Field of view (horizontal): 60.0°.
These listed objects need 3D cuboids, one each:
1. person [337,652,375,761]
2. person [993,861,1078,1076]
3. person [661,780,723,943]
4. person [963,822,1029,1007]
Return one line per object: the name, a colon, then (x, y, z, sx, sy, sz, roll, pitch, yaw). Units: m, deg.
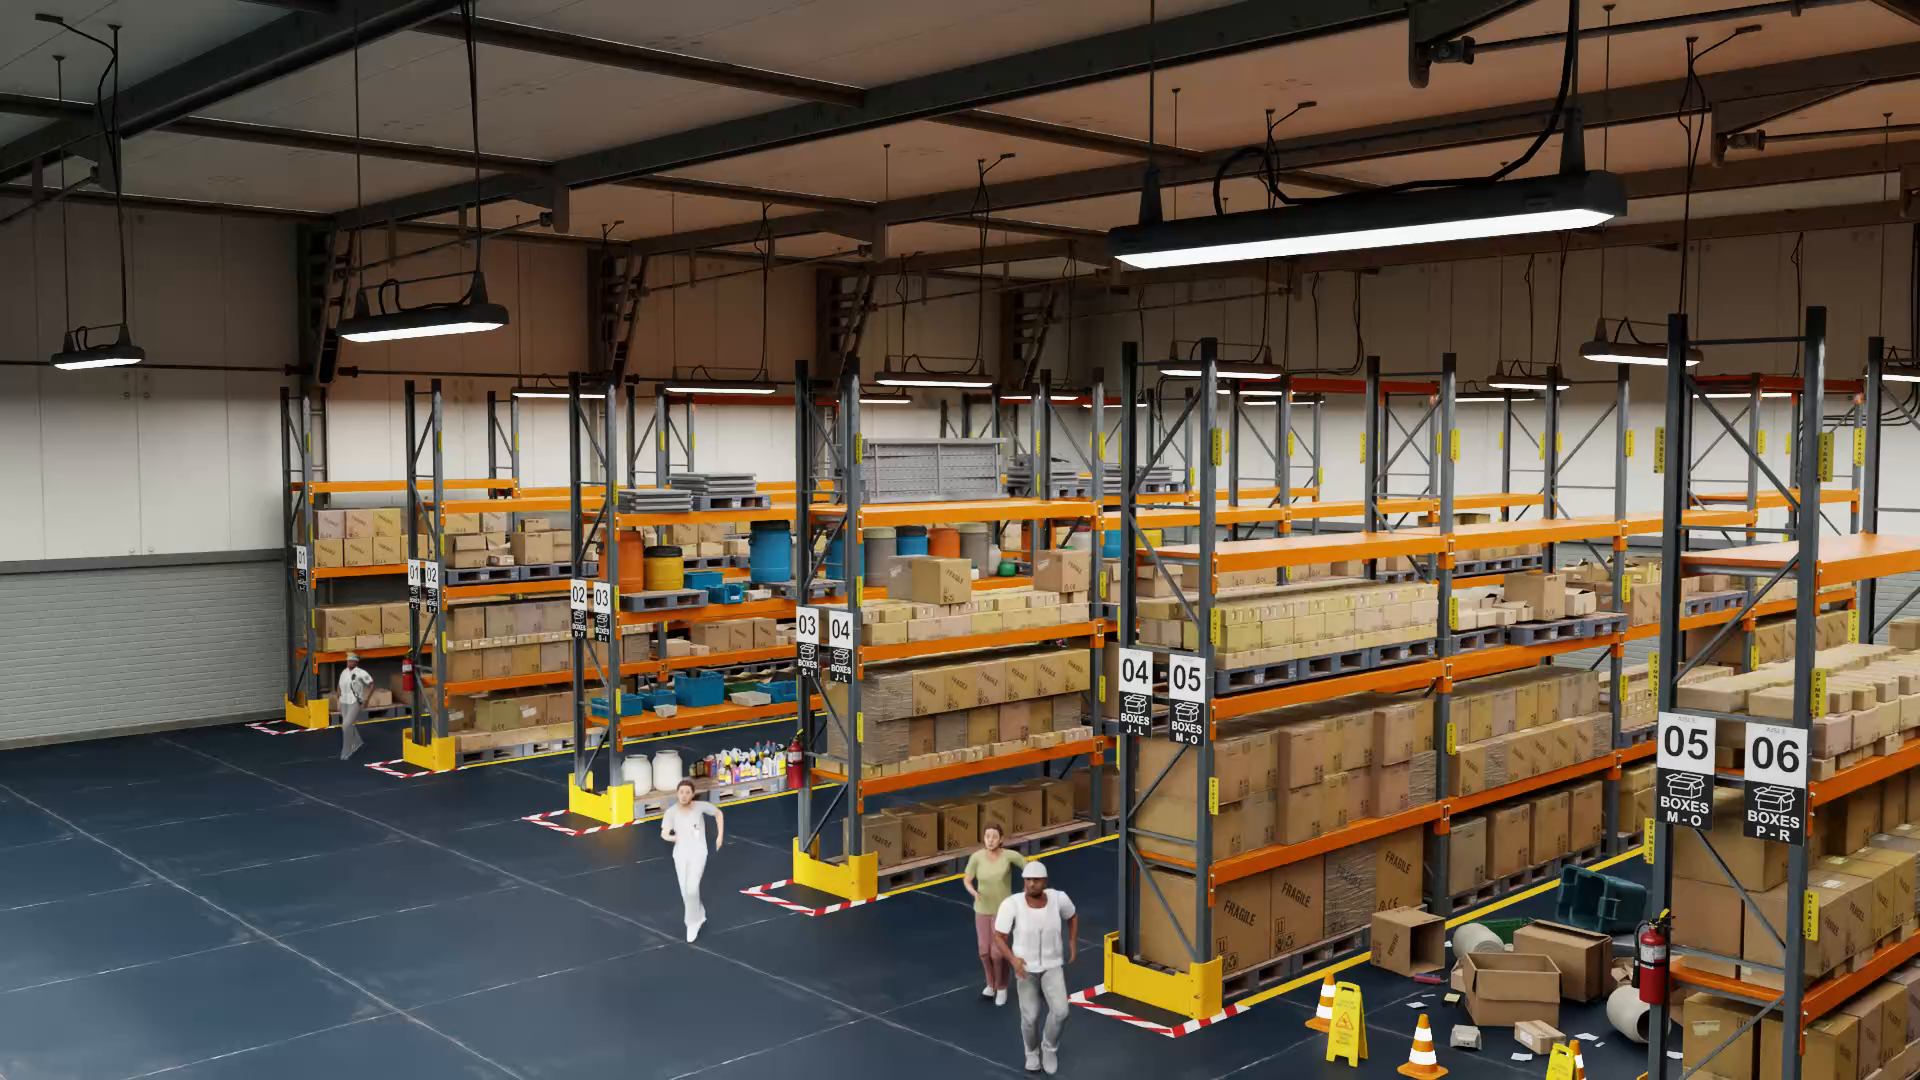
person: (-9.666, 2.652, 26.553, 0.639, 1.763, 0.685, 1, 4, 22)
person: (0.633, 3.401, 13.358, 0.721, 1.659, 0.624, 0, 4, -8)
person: (-2.734, 3.243, 16.958, 0.590, 1.652, 0.795, 0, 4, 2)
person: (0.321, 3.386, 15.030, 0.596, 1.684, 0.660, 1, 4, 13)
